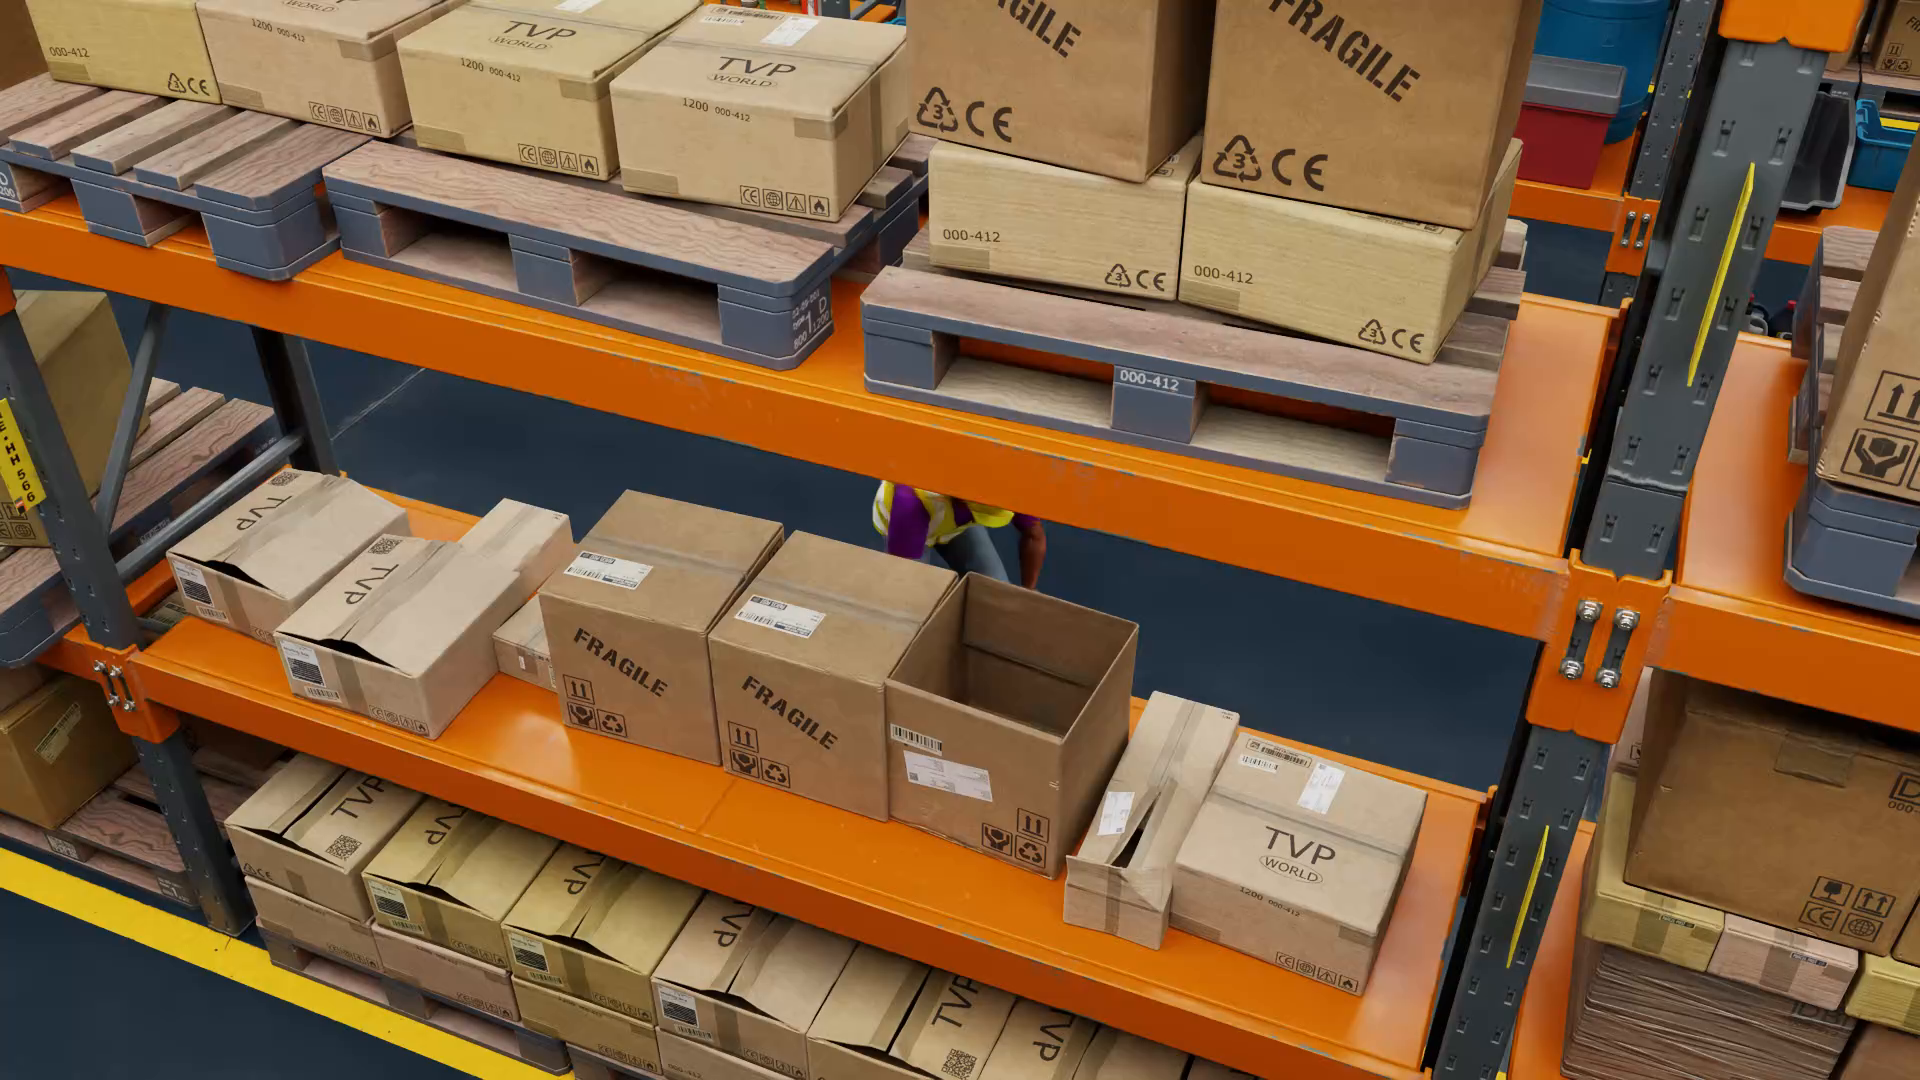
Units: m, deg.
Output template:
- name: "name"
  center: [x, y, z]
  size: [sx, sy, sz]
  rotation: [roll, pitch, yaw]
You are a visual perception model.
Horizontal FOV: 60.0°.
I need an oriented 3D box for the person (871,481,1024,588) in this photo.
- name: "person"
  center: [-0.026, 0.281, 6.459]
  size: [0.545, 0.919, 0.972]
  rotation: [-14, 39, -18]
